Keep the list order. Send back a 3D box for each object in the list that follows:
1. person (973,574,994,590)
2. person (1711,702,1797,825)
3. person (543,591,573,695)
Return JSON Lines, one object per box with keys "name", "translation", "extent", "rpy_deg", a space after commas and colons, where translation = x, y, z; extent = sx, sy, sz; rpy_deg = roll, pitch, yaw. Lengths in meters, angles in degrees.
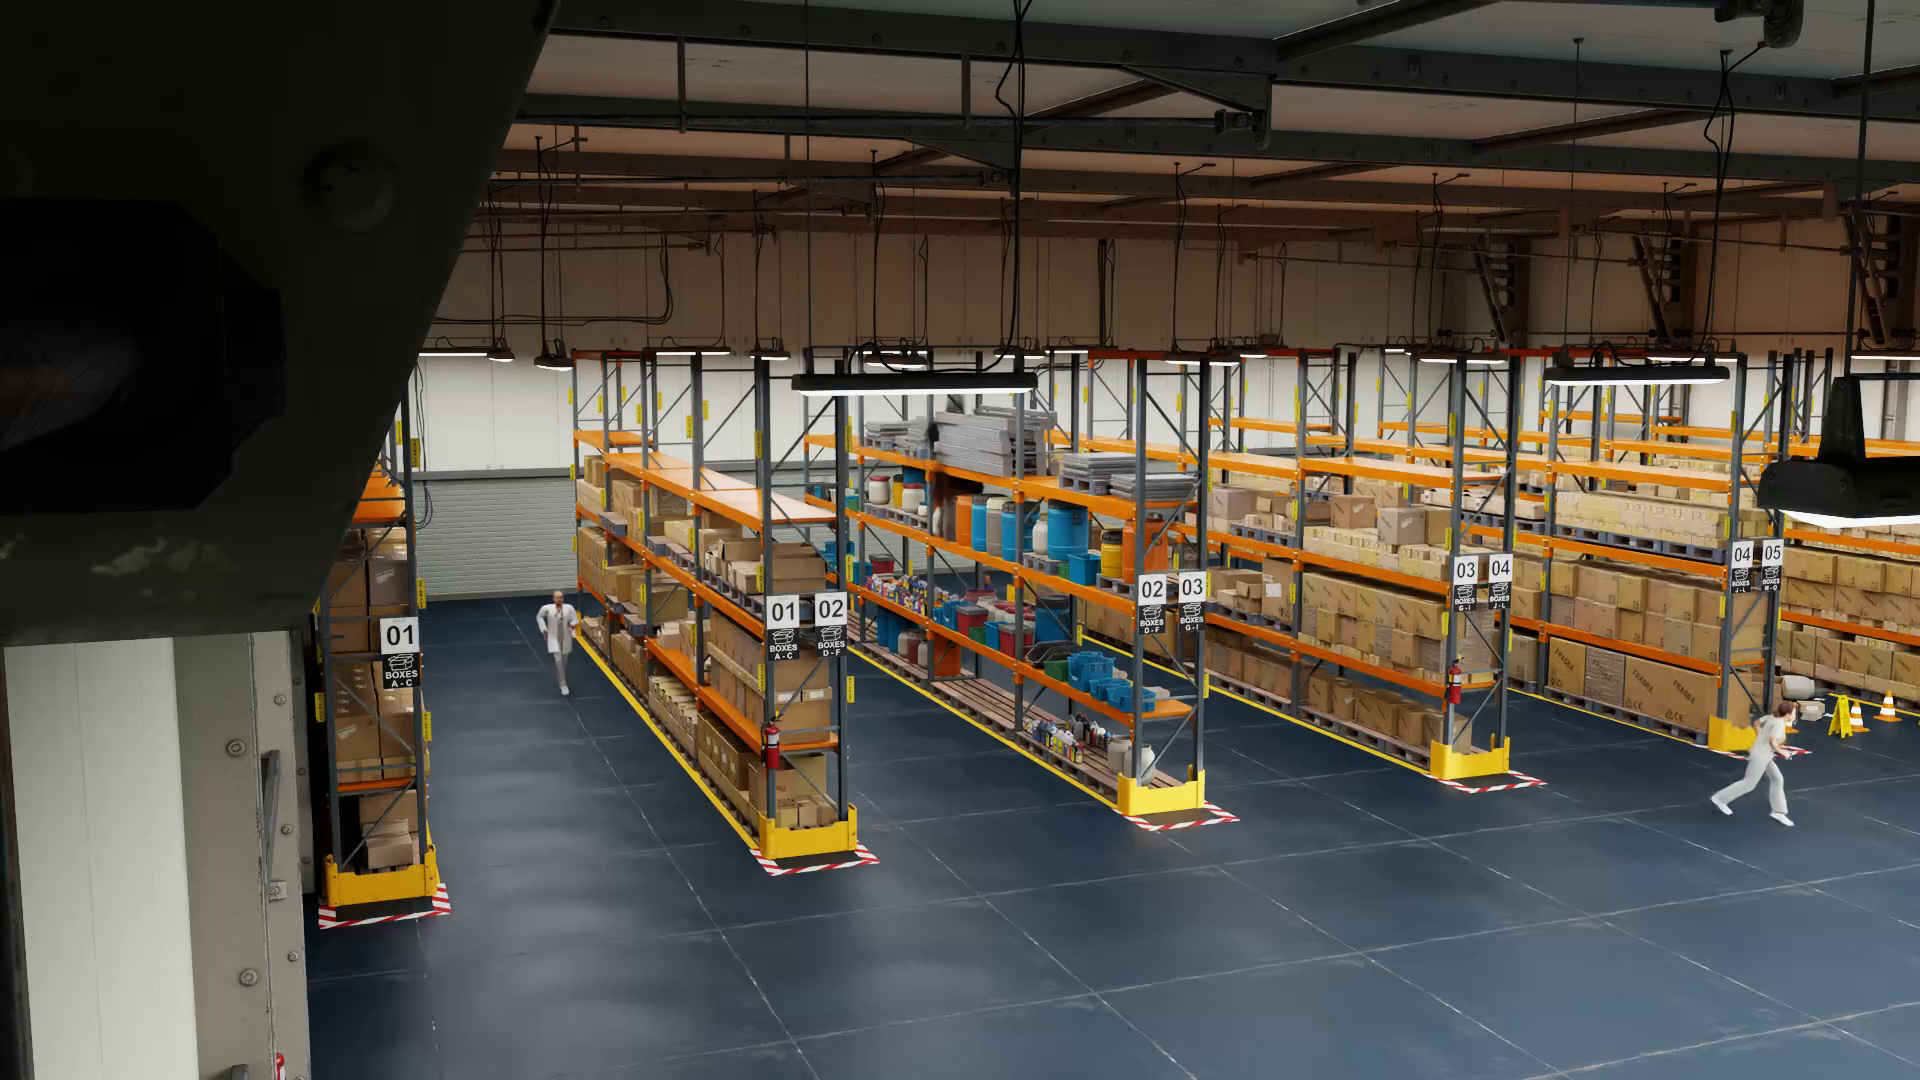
{"name": "person", "translation": [0.408, 1.474, 33.020], "extent": [0.597, 1.601, 0.695], "rpy_deg": [-4, 8, -29]}
{"name": "person", "translation": [10.323, 2.885, 21.604], "extent": [1.005, 1.619, 0.601], "rpy_deg": [1, 7, 11]}
{"name": "person", "translation": [-7.101, 1.781, 29.459], "extent": [0.676, 1.796, 0.961], "rpy_deg": [-3, 8, -23]}
